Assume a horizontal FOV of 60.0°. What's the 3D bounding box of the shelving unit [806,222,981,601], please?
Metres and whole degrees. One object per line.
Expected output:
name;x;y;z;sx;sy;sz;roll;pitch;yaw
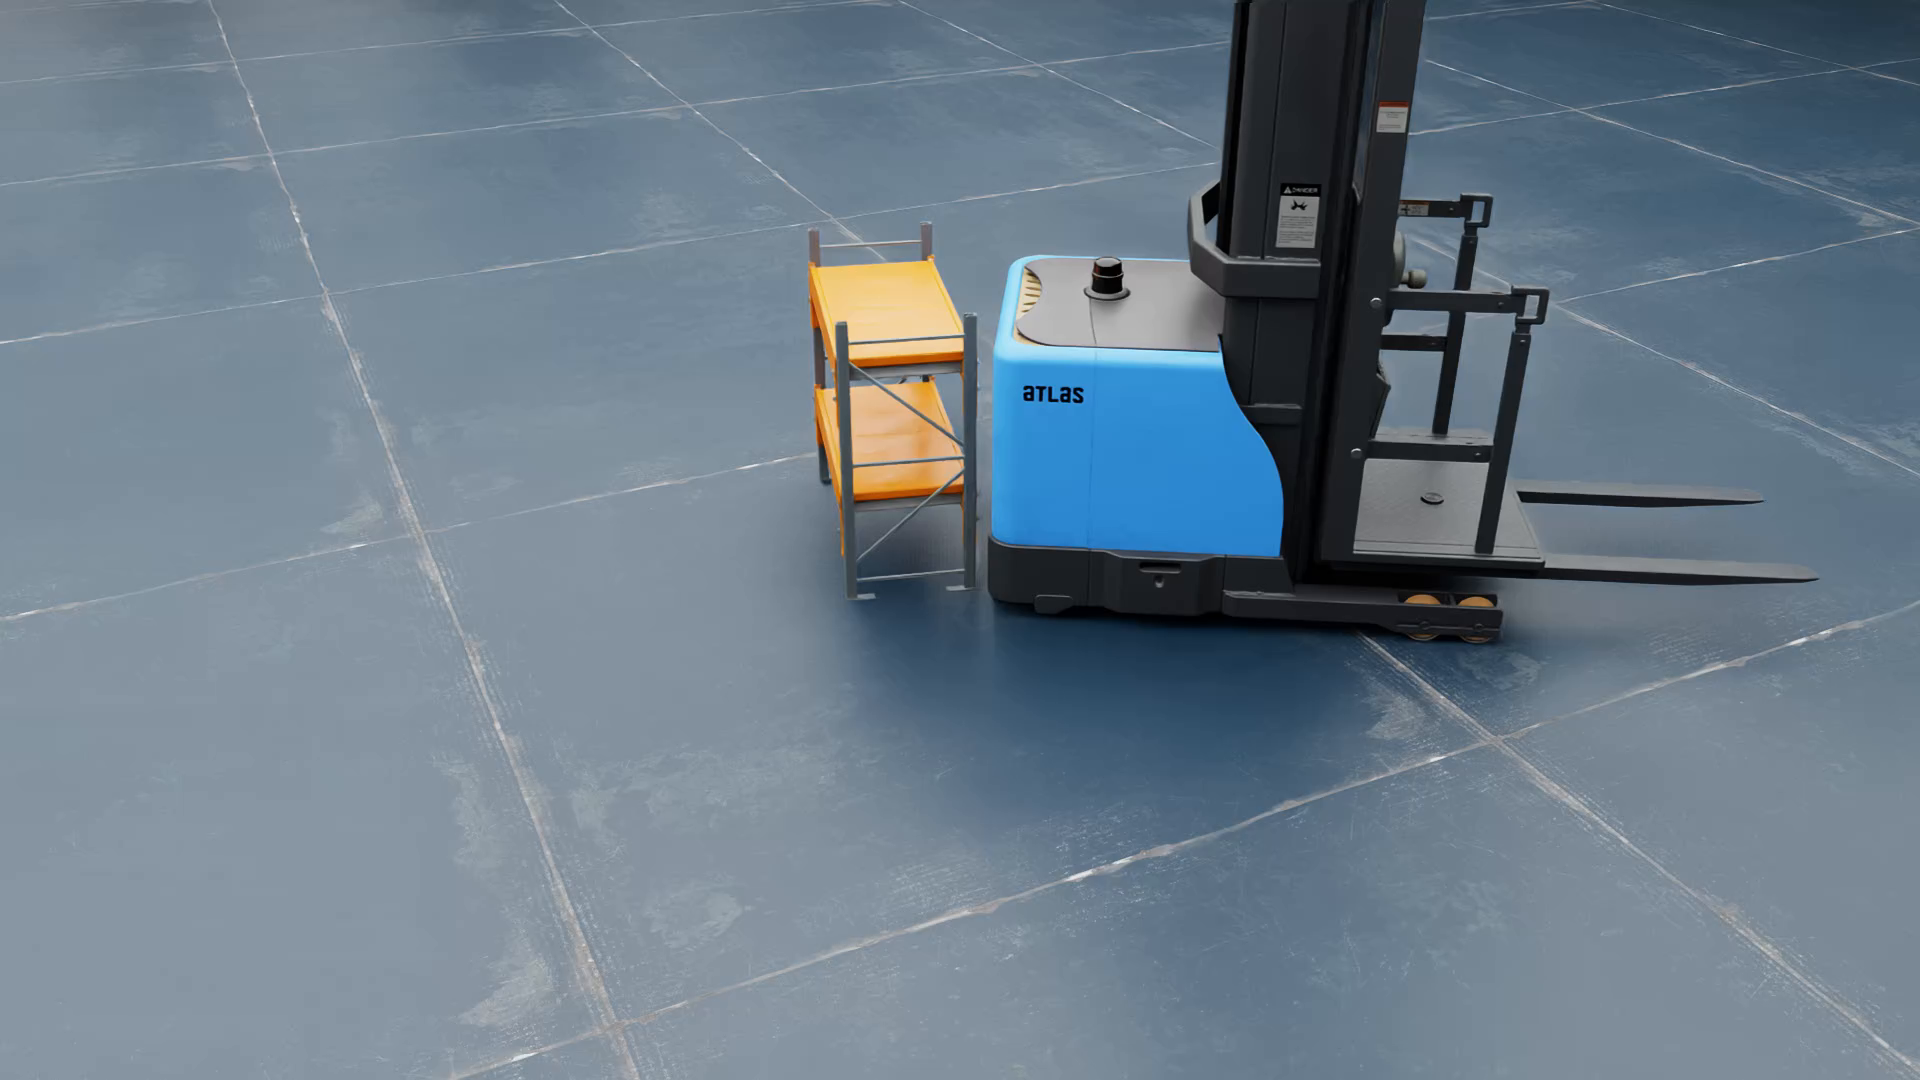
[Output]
shelving unit;-0.276;-0.531;6.547;0.538;1.125;1.048;-5;30;-9

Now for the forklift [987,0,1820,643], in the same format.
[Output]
forklift;1.651;-1.175;5.848;3.031;2.935;1.130;3;29;5

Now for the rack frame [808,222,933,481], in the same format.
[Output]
rack frame;-0.363;-0.776;6.984;0.500;1.125;0.032;-5;30;-9

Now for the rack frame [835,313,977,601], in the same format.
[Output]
rack frame;-0.189;-0.286;6.110;0.500;1.125;0.032;-5;30;-9

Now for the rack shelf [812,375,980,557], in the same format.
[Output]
rack shelf;-0.276;-0.318;6.666;0.538;0.278;1.000;-5;30;-9

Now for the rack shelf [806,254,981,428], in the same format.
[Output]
rack shelf;-0.276;-0.786;6.404;0.538;0.278;1.000;-5;30;-9
